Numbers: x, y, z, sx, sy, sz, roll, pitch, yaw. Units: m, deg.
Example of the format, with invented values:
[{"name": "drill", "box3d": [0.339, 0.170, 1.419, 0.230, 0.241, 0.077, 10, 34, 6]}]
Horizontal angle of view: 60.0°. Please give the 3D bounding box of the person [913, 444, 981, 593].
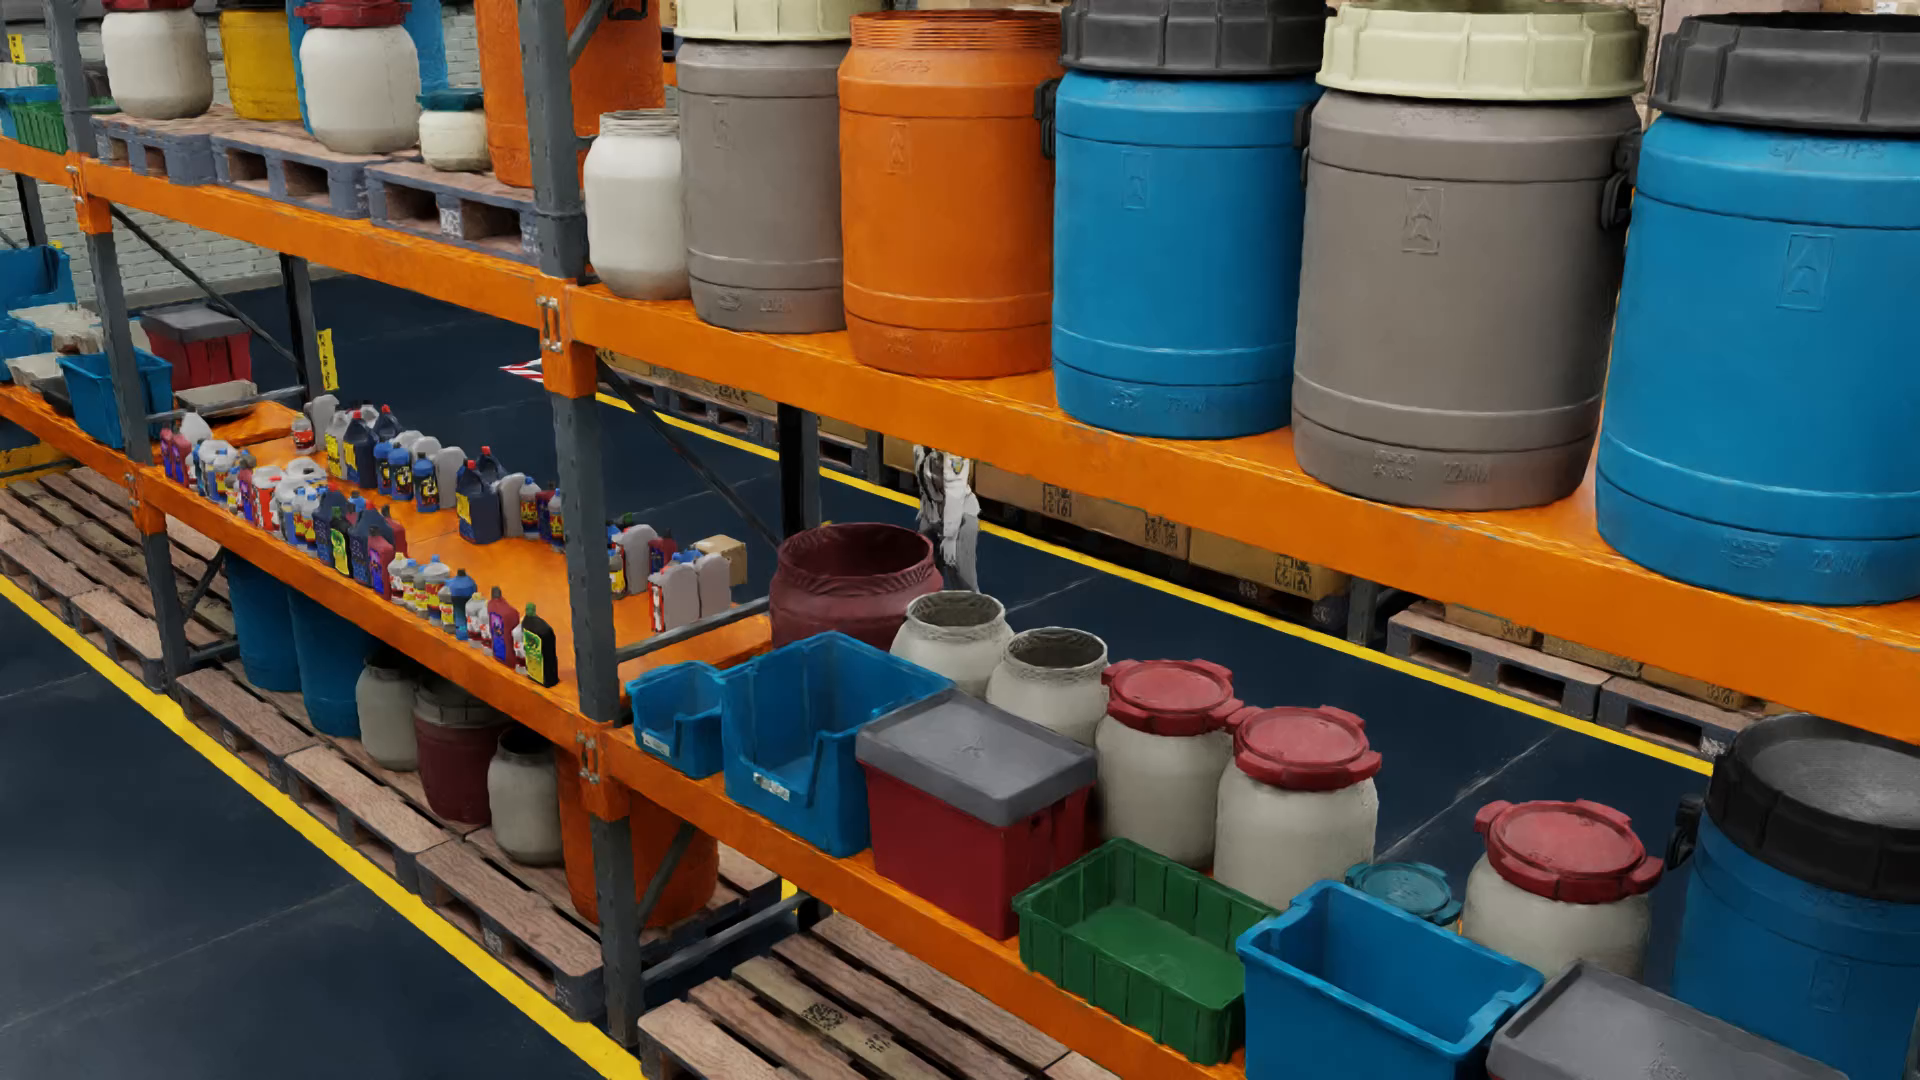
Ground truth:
[{"name": "person", "box3d": [-0.122, -0.093, 8.743, 0.533, 1.673, 0.569, -7, 22, -18]}]
